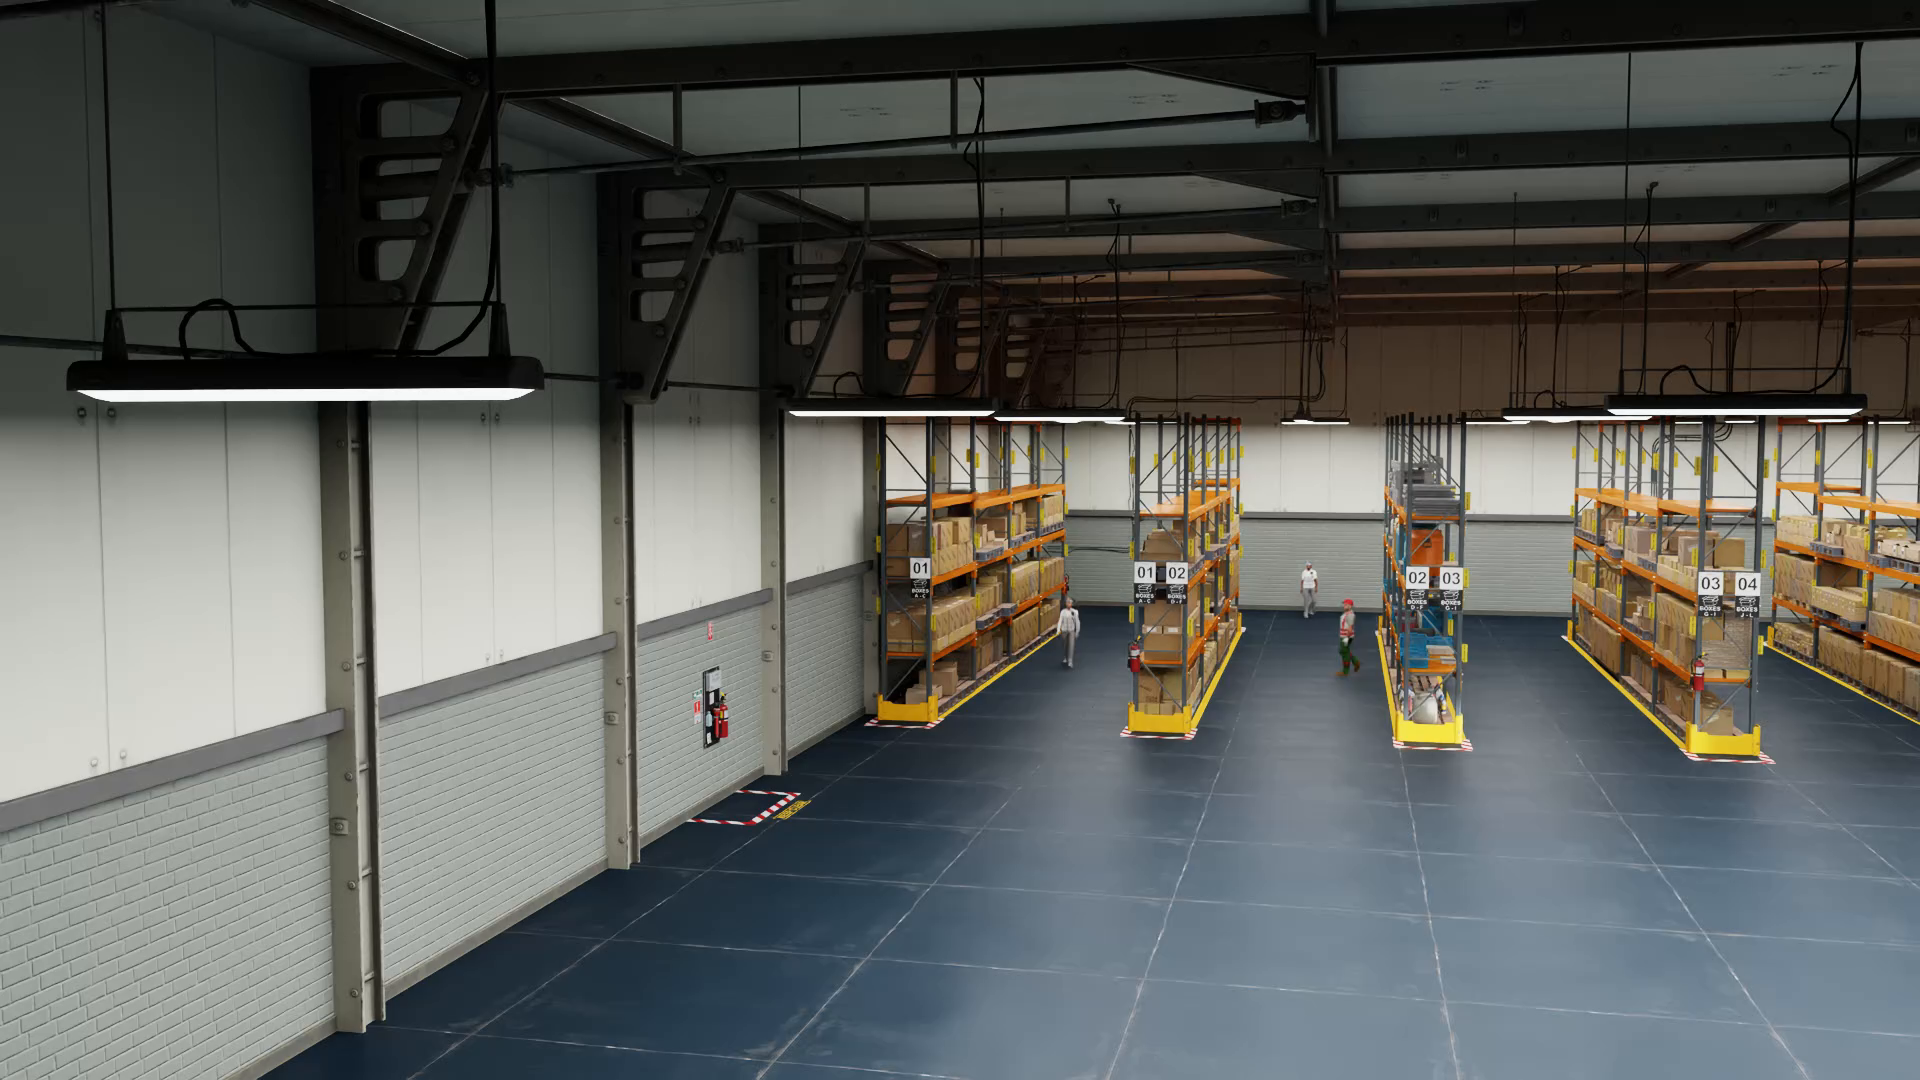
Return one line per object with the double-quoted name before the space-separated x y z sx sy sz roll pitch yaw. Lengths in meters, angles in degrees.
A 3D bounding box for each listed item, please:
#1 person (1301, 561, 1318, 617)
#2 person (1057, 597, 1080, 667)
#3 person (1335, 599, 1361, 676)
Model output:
"person" 10.559 1.480 50.288 0.465 1.701 0.431 0 4 -2
"person" 2.603 2.189 39.911 0.556 1.641 0.958 0 4 6
"person" 8.914 2.239 38.204 0.572 1.789 0.560 1 4 20
